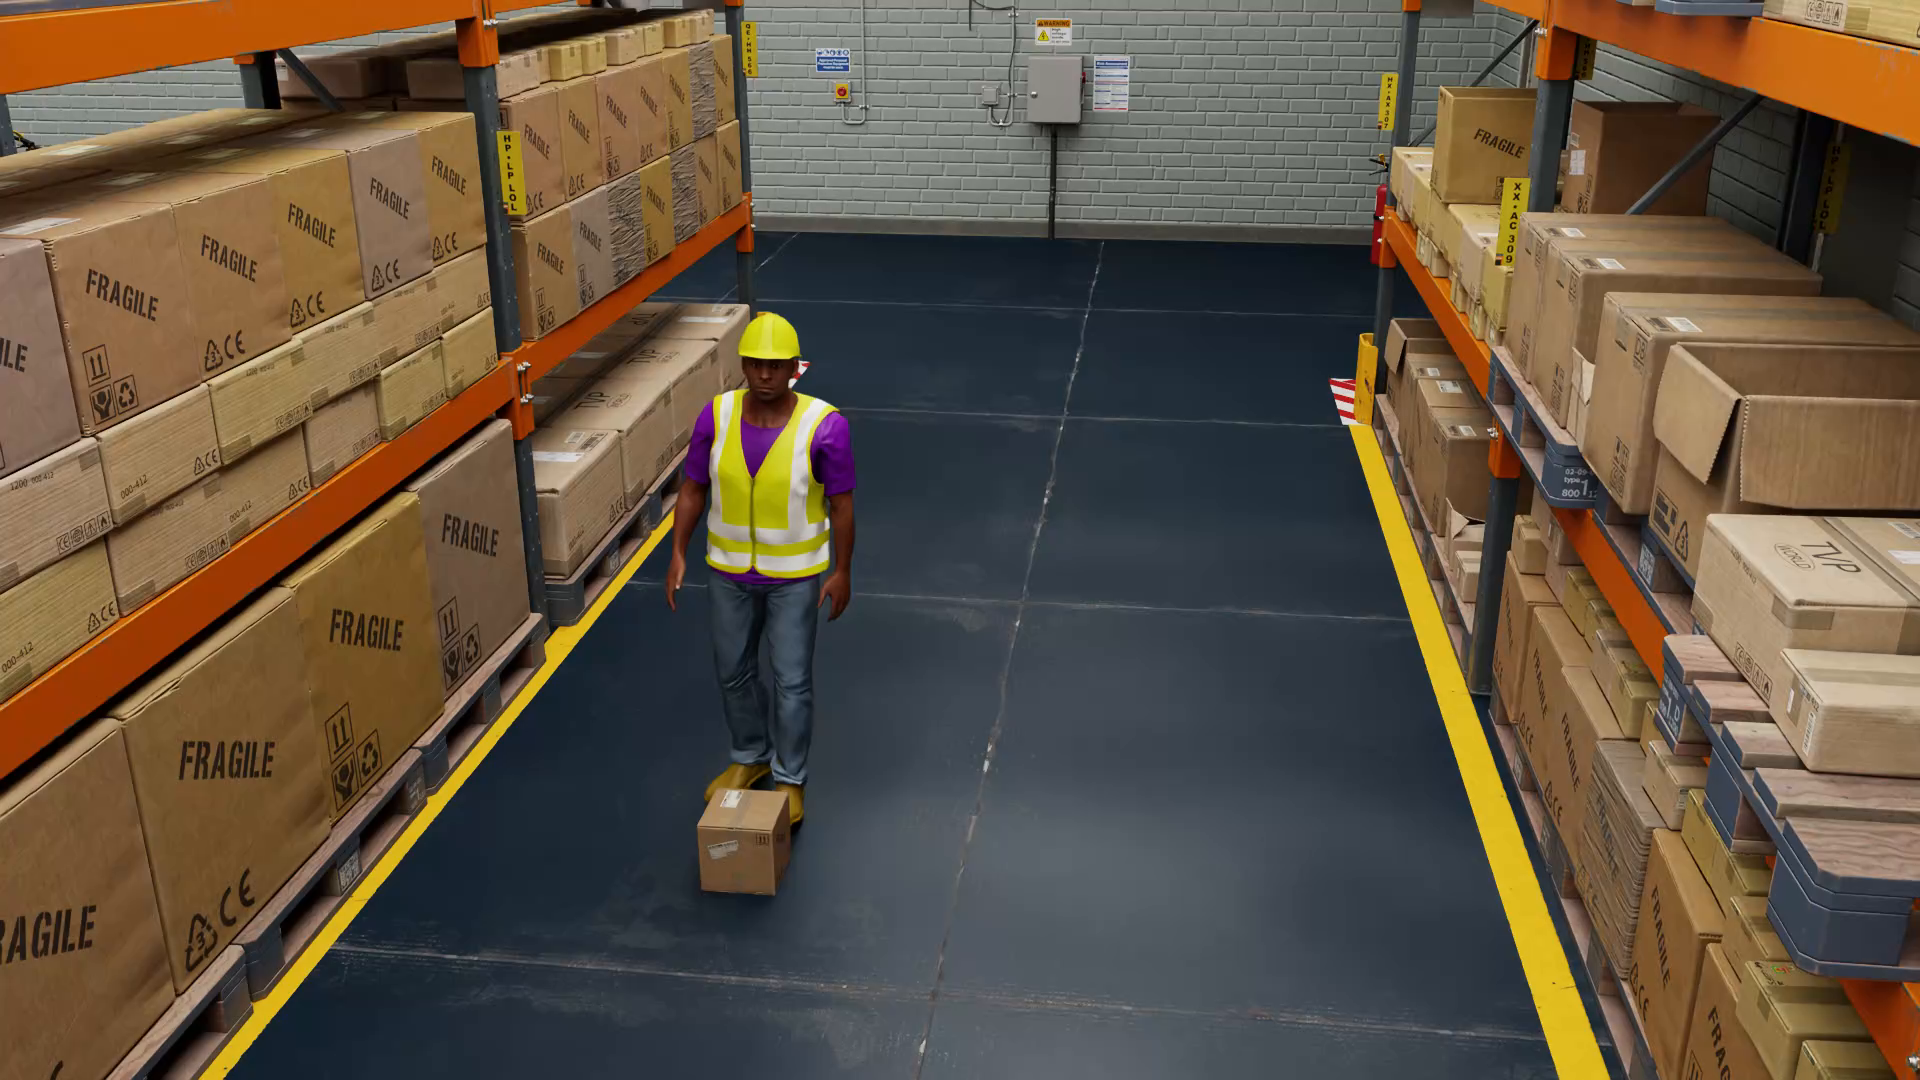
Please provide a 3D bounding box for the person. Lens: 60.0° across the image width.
[{"bbox_3d":[-0.688,0.116,5.691,0.635,1.780,0.436,4,21,11],"label":"person"}]
